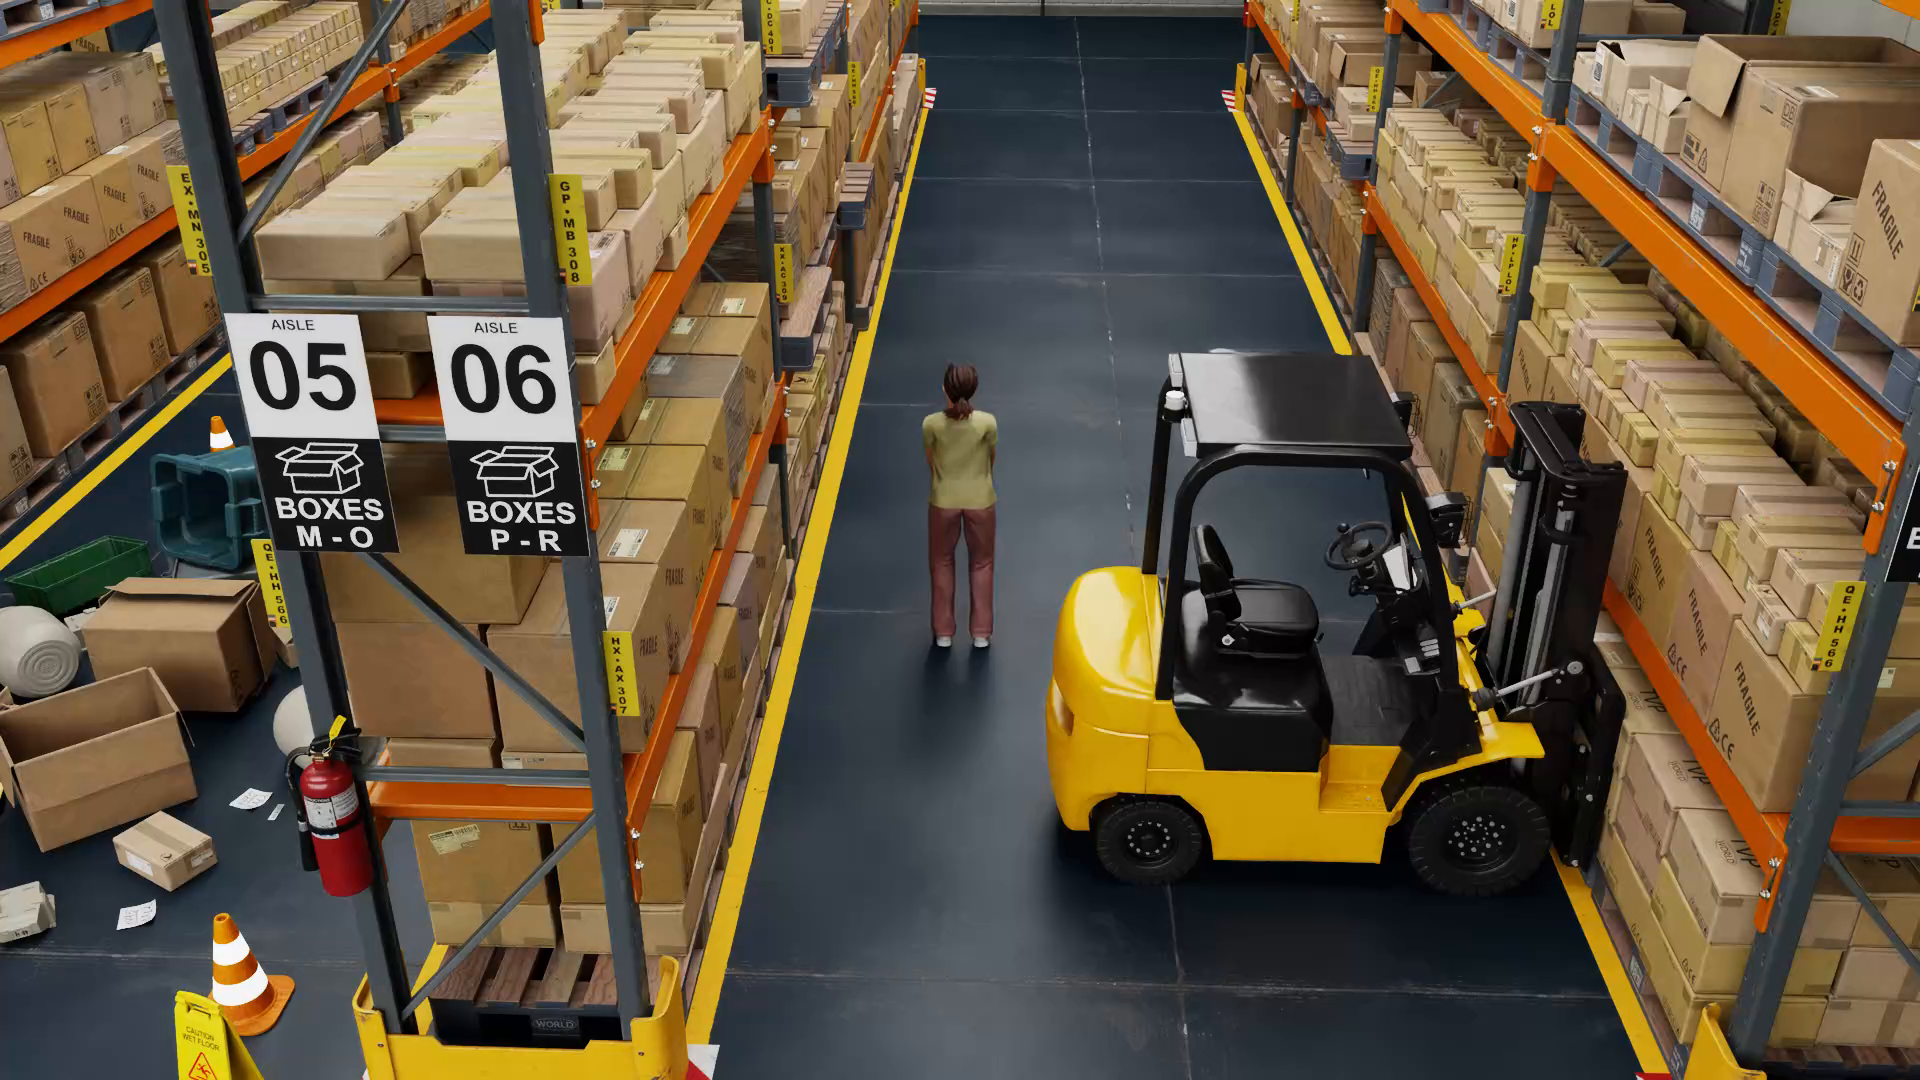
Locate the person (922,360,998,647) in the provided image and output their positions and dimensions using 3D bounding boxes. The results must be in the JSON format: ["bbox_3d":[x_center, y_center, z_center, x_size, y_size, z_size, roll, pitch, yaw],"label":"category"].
[{"bbox_3d":[0.001,-0.223,9.055,0.406,1.668,0.517,-1,28,-1],"label":"person"}]
